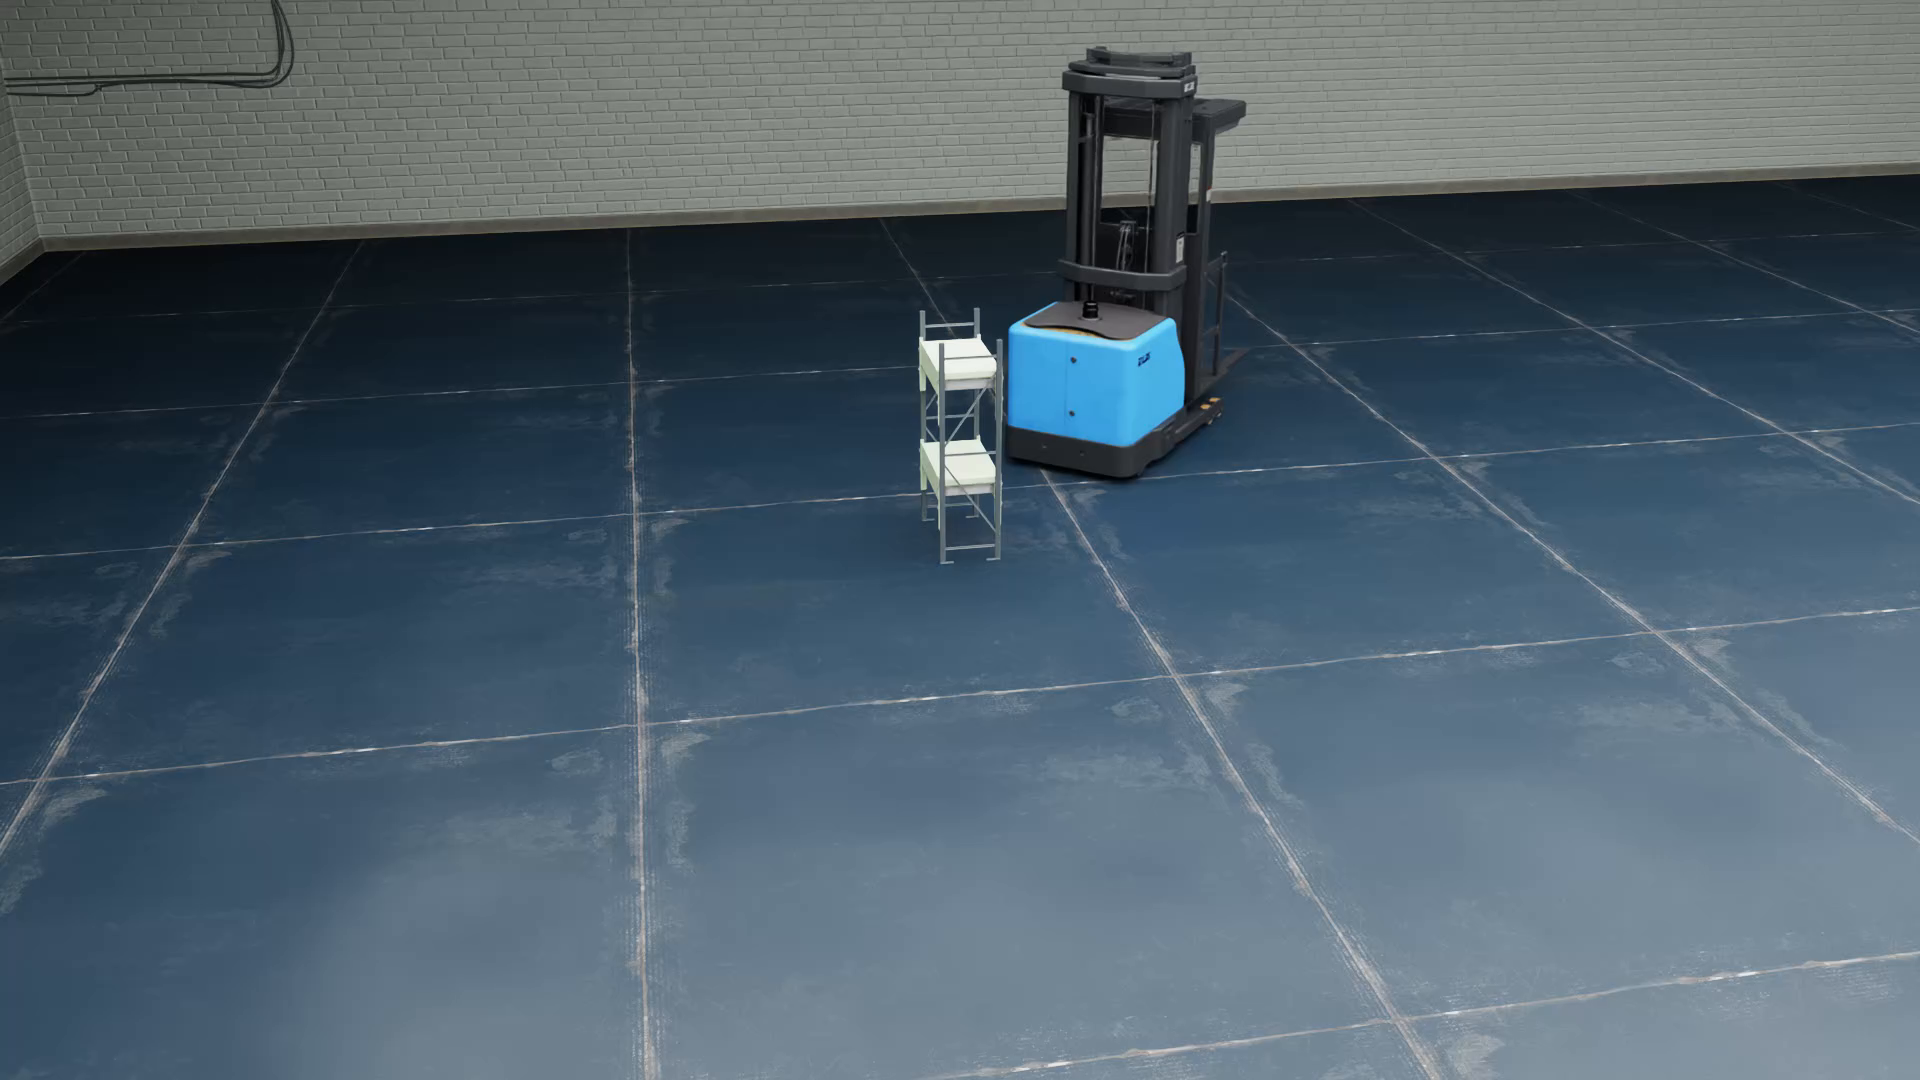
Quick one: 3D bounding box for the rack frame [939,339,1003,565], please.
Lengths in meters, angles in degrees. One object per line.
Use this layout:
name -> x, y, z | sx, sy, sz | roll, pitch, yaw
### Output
rack frame -> 0.066, -0.546, 10.626 | 0.400, 1.500, 0.023 | -4, 24, -10

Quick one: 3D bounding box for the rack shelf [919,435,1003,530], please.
rack shelf -> -0.001, -0.391, 11.086 | 0.431, 0.370, 0.720 | -4, 24, -10

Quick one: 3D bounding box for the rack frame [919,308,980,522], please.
rack frame -> -0.069, -0.834, 11.285 | 0.400, 1.500, 0.023 | -4, 24, -10

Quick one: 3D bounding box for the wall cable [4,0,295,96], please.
wall cable -> -8.846, -6.032, 17.697 | 3.097, 2.526, 0.112 | -4, 24, -10

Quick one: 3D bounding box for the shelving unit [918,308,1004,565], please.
shelving unit -> -0.001, -0.690, 10.956 | 0.431, 1.500, 0.755 | -4, 24, -10

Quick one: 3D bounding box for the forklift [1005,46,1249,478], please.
forklift -> 1.499, -2.347, 12.962 | 1.130, 2.935, 3.031 | 13, 27, 26

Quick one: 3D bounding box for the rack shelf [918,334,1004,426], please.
rack shelf -> -0.001, -1.048, 10.800 | 0.431, 0.370, 0.720 | -4, 24, -10
